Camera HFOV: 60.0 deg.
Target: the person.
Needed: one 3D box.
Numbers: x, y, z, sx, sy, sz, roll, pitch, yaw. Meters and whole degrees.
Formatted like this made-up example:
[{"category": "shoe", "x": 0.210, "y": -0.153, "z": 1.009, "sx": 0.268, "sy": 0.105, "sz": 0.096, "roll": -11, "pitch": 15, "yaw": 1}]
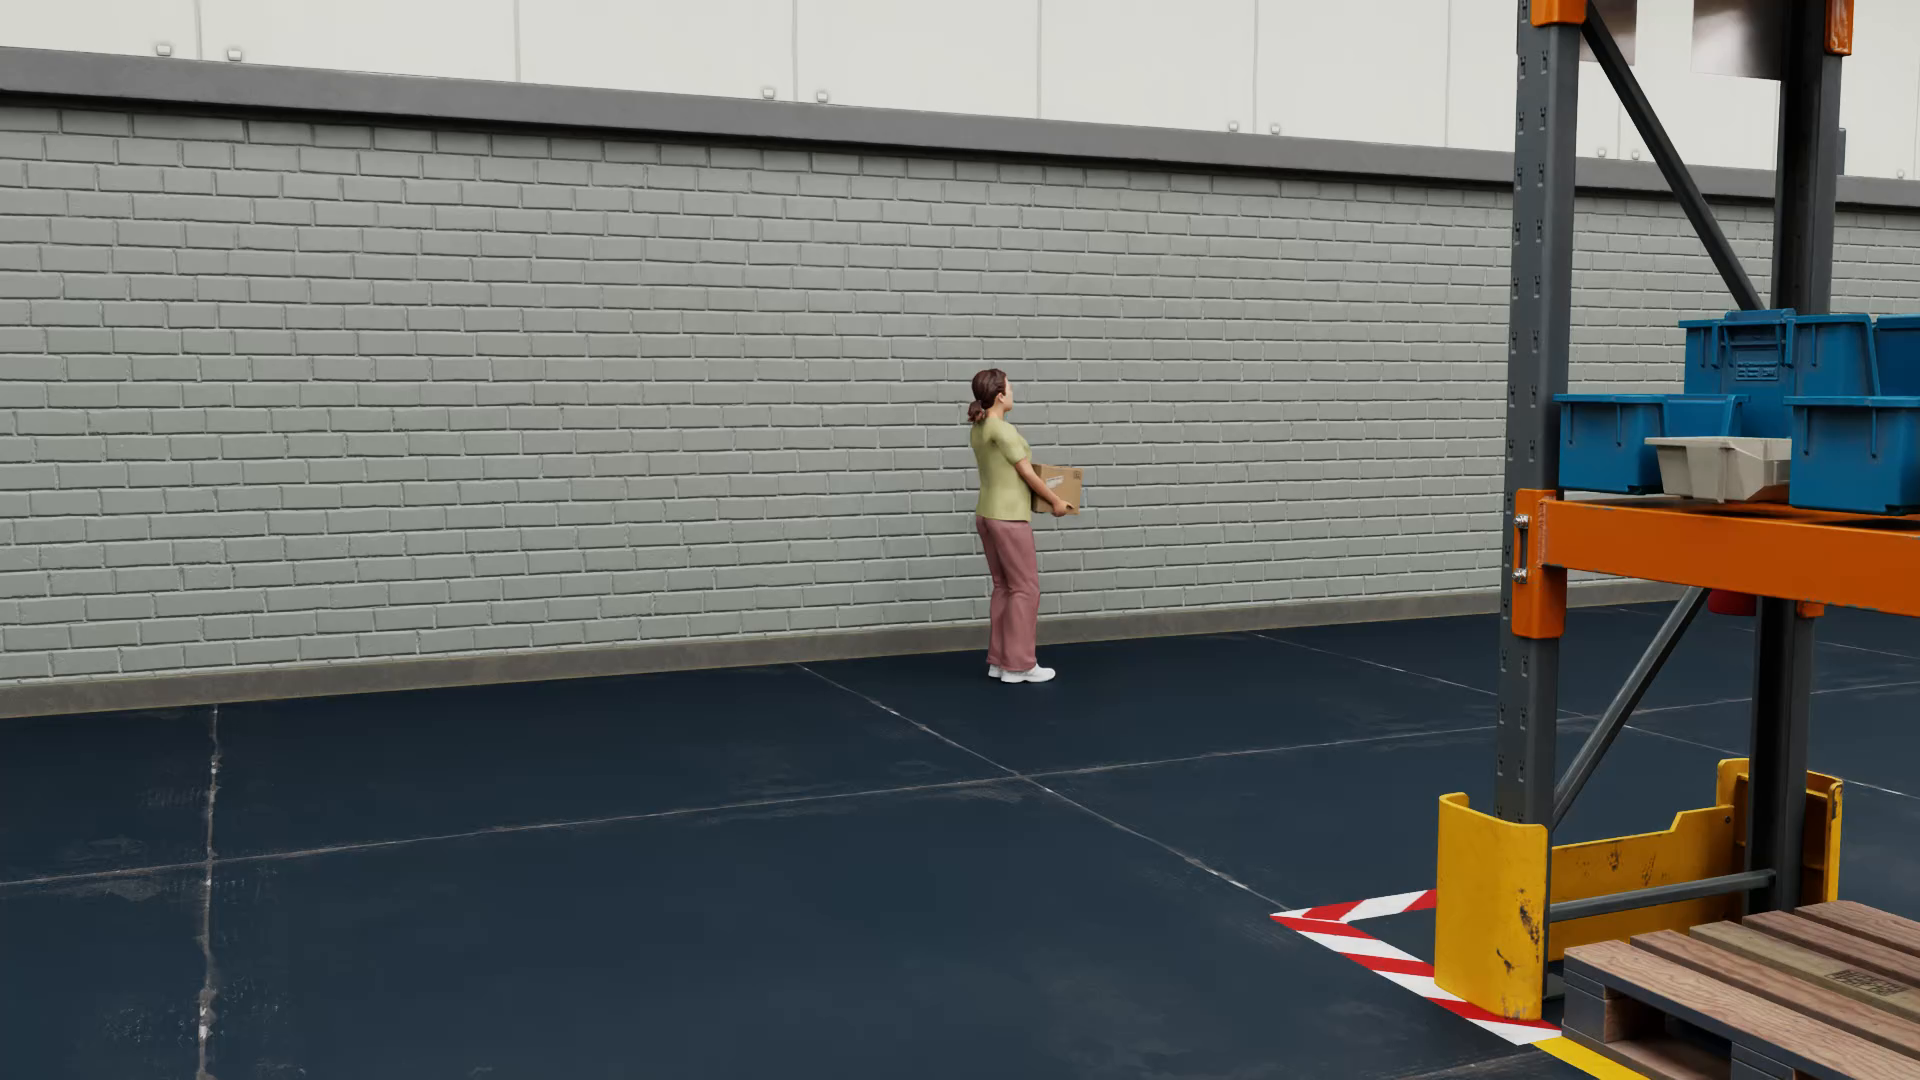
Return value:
[{"category": "person", "x": 0.295, "y": -0.082, "z": 8.877, "sx": 0.559, "sy": 1.662, "sz": 0.427, "roll": -2, "pitch": 6, "yaw": -24}]
